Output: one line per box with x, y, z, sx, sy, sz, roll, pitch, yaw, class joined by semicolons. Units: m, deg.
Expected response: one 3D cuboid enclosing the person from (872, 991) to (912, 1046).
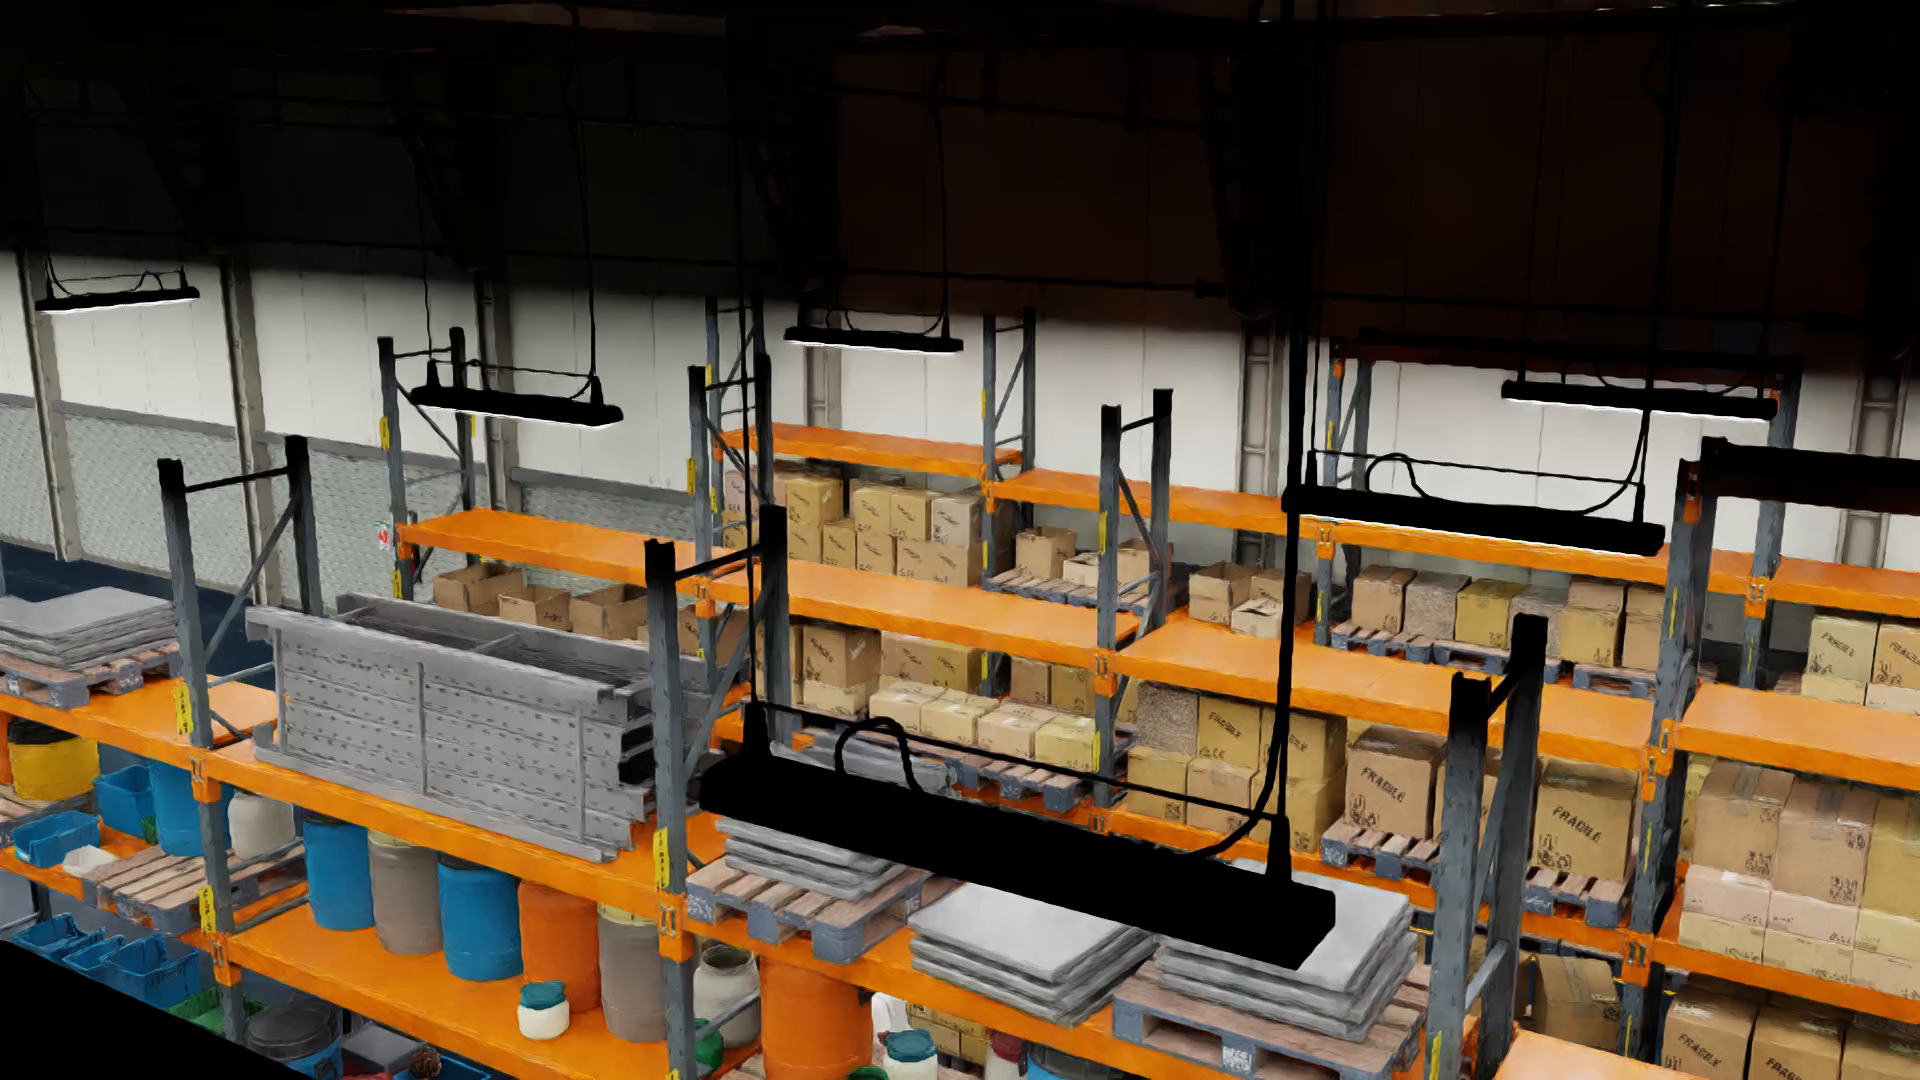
-0.594;4.052;13.279;1.094;1.690;0.598;6;15;22;person

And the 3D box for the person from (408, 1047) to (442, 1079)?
-3.701;4.285;11.661;0.593;1.588;0.524;12;18;41;person
